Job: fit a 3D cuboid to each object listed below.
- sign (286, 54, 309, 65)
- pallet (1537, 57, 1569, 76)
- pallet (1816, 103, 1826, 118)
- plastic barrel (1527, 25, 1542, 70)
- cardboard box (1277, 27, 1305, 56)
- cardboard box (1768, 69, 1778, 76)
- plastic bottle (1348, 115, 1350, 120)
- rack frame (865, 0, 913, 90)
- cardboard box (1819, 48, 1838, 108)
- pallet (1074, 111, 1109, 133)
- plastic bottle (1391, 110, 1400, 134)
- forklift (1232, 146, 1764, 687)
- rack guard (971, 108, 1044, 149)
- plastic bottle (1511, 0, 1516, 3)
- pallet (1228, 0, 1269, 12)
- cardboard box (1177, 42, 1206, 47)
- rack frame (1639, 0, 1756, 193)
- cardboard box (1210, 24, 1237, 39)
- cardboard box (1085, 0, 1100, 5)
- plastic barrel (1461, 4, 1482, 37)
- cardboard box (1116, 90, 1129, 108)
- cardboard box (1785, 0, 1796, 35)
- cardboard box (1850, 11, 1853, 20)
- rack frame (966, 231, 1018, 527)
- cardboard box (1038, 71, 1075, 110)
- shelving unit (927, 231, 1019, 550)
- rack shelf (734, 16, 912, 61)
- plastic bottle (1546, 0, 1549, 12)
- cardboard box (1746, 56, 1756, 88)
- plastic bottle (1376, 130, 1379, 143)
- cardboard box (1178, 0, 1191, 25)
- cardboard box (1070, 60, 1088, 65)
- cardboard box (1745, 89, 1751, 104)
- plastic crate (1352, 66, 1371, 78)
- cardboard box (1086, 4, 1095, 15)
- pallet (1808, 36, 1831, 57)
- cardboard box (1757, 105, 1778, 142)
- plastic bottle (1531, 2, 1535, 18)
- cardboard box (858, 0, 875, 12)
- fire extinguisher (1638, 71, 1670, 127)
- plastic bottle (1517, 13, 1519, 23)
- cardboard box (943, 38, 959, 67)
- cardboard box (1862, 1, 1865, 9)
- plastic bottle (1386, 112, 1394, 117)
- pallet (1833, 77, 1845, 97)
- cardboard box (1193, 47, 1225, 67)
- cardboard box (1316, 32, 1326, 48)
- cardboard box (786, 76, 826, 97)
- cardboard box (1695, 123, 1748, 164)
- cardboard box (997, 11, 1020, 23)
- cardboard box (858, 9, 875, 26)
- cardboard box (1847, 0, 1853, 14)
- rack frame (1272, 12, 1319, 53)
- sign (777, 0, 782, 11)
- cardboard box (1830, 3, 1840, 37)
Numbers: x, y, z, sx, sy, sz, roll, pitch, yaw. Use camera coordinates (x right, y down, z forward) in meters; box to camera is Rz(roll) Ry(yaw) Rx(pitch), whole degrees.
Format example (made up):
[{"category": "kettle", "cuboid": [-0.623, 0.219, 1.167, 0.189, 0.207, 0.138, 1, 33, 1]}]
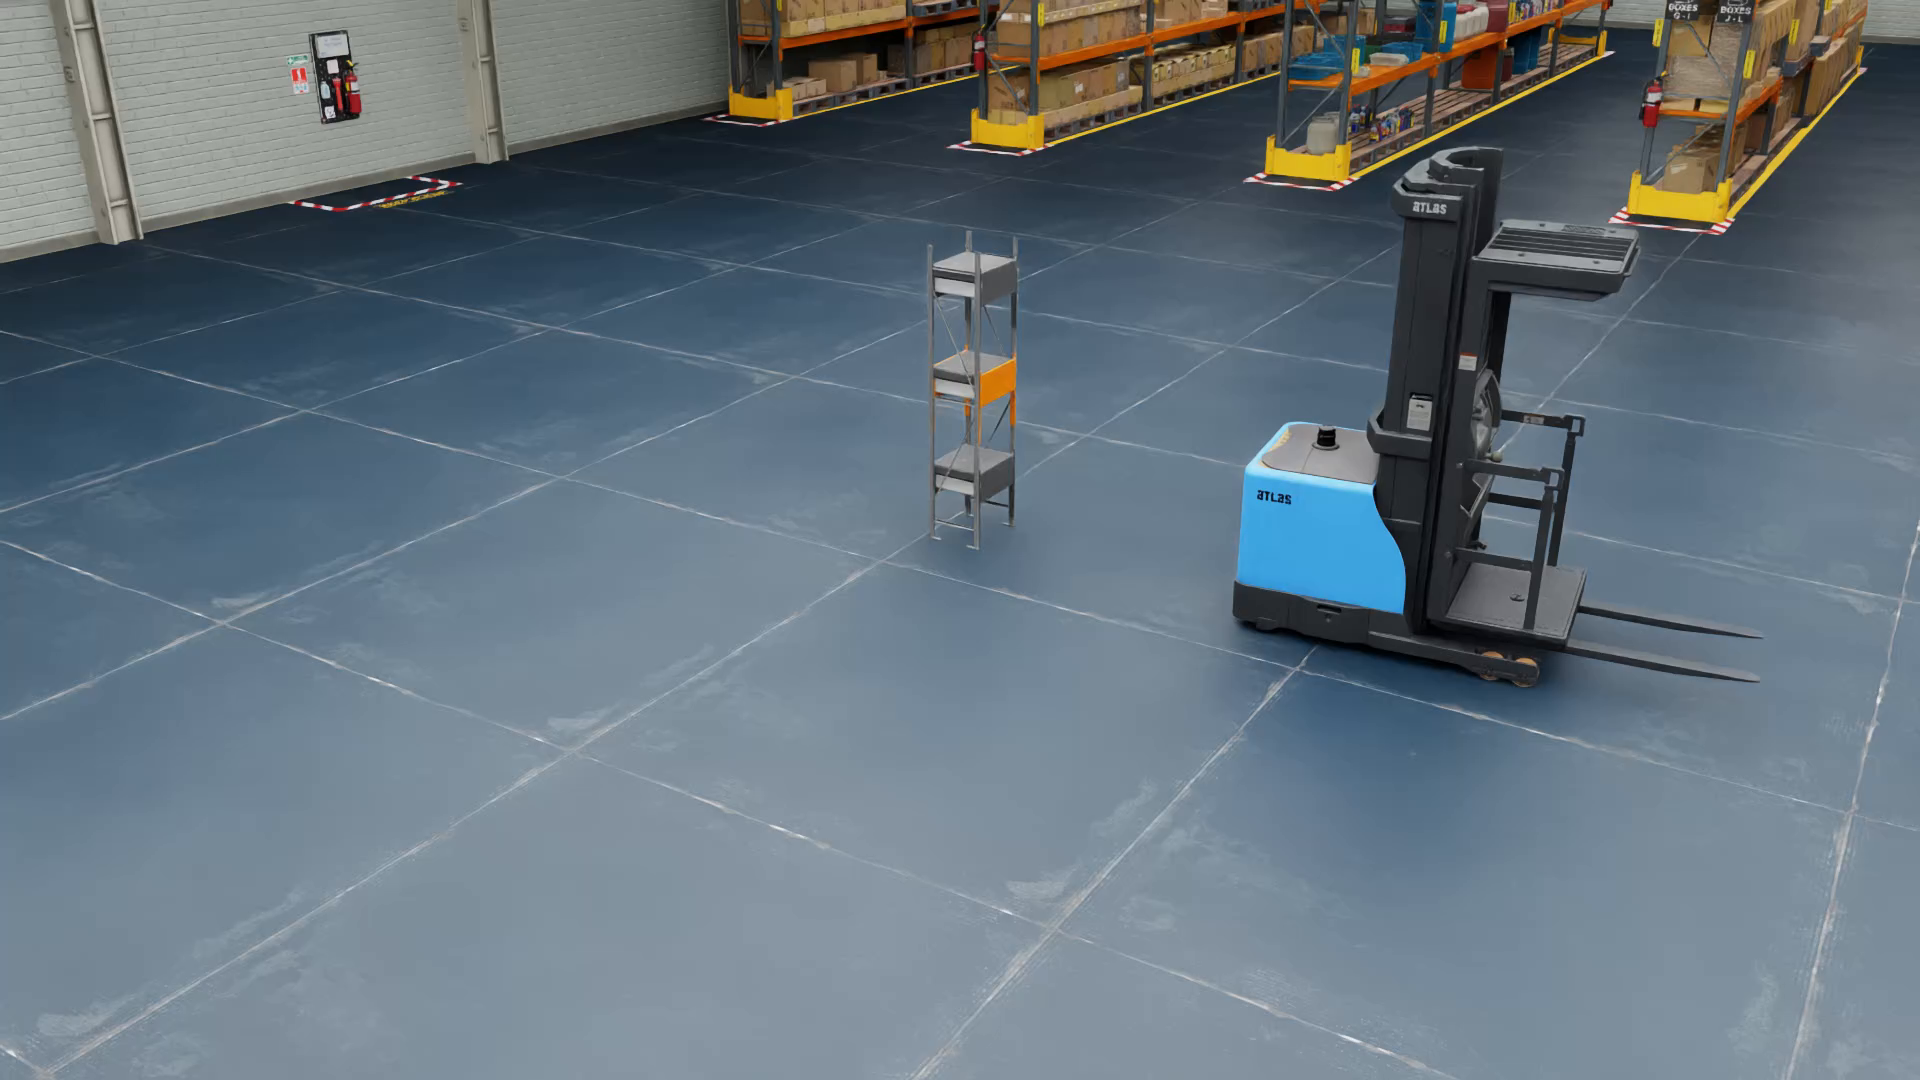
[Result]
[{"category": "sign", "cuboid": [-8.693, -6.301, 21.817, 0.001, 0.109, 0.331, 14, 27, 29]}, {"category": "pallet", "cuboid": [11.645, -9.591, 33.639, 1.003, 0.211, 1.213, 14, 27, 29]}, {"category": "pallet", "cuboid": [14.512, -7.607, 29.056, 1.003, 0.211, 1.213, 14, 27, 29]}, {"category": "plastic barrel", "cuboid": [10.988, -9.664, 32.411, 0.600, 0.901, 0.708, 14, 27, 29]}, {"category": "cardboard box", "cuboid": [6.799, -10.317, 34.398, 0.500, 0.500, 0.500, 14, 27, 29]}, {"category": "cardboard box", "cuboid": [11.274, -6.544, 23.408, 0.380, 0.149, 0.250, 14, 27, 29]}, {"category": "plastic bottle", "cuboid": [5.968, -6.508, 25.788, 0.144, 0.351, 0.185, 14, 27, 29]}, {"category": "rack frame", "cuboid": [-1.347, -9.990, 31.052, 1.000, 3.000, 0.127, 14, 27, 29]}, {"category": "cardboard box", "cuboid": [14.246, -7.972, 28.535, 1.225, 0.875, 0.875, 14, 27, 29]}, {"category": "pallet", "cuboid": [1.766, -7.001, 27.656, 1.003, 0.211, 1.213, 14, 27, 29]}, {"category": "plastic bottle", "cuboid": [6.703, -6.449, 25.652, 0.144, 0.351, 0.185, 14, 27, 29]}, {"category": "forklift", "cuboid": [3.276, -0.723, 9.731, 3.031, 2.935, 1.130, 11, 26, 23]}, {"category": "rack guard", "cuboid": [0.741, -6.448, 26.016, 1.175, 0.500, 0.348, 14, 27, 29]}, {"category": "plastic bottle", "cuboid": [10.645, -10.303, 32.025, 0.097, 0.201, 0.097, 0, 23, 0]}, {"category": "pallet", "cuboid": [5.271, -10.459, 32.376, 1.213, 0.211, 1.003, 14, 27, 29]}, {"category": "cardboard box", "cuboid": [4.448, -9.377, 31.860, 0.500, 0.311, 0.500, 15, 28, 31]}, {"category": "rack frame", "cuboid": [9.168, -5.526, 20.740, 1.000, 3.000, 0.127, 14, 27, 29]}, {"category": "cardboard box", "cuboid": [5.294, -10.087, 32.924, 0.500, 0.250, 0.500, 15, 28, 31]}, {"category": "cardboard box", "cuboid": [1.841, -8.935, 26.856, 0.700, 0.500, 0.500, 14, 27, 29]}, {"category": "plastic barrel", "cuboid": [8.596, -8.781, 28.118, 0.421, 0.512, 0.421, 0, 23, 0]}, {"category": "cardboard box", "cuboid": [2.532, -7.515, 28.267, 0.500, 0.250, 0.500, 14, 27, 29]}, {"category": "cardboard box", "cuboid": [11.274, -7.308, 23.097, 0.500, 0.500, 0.500, 14, 27, 29]}, {"category": "cardboard box", "cuboid": [16.213, -9.669, 30.625, 0.380, 0.149, 0.250, 15, 28, 31]}, {"category": "rack frame", "cuboid": [0.216, -1.102, 11.652, 0.400, 2.100, 0.015, 14, 27, 29]}, {"category": "cardboard box", "cuboid": [1.488, -7.182, 26.553, 0.500, 0.500, 0.500, 14, 27, 29]}, {"category": "shelving unit", "cuboid": [0.087, -1.019, 11.462, 0.431, 2.100, 0.503, 14, 27, 29]}, {"category": "rack shelf", "cuboid": [-2.402, -8.985, 29.635, 1.077, 0.370, 4.000, 14, 27, 29]}, {"category": "plastic bottle", "cuboid": [11.164, -10.233, 31.769, 0.152, 0.276, 0.135, 14, 27, 29]}, {"category": "cardboard box", "cuboid": [9.943, -6.242, 21.893, 0.875, 0.500, 0.500, 14, 27, 29]}, {"category": "plastic bottle", "cuboid": [6.235, -6.063, 24.949, 0.097, 0.201, 0.097, 0, 23, 0]}, {"category": "cardboard box", "cuboid": [3.825, -9.602, 30.029, 0.500, 0.500, 0.500, 14, 27, 29]}, {"category": "cardboard box", "cuboid": [1.826, -7.800, 27.981, 0.500, 0.500, 0.500, 14, 27, 29]}, {"category": "cardboard box", "cuboid": [10.065, -5.790, 21.666, 0.380, 0.149, 0.250, 14, 27, 29]}, {"category": "plastic crate", "cuboid": [5.705, -6.678, 23.732, 0.298, 0.136, 0.250, 14, 27, 29]}, {"category": "cardboard box", "cuboid": [1.955, -8.553, 26.789, 0.380, 0.149, 0.250, 14, 27, 29]}, {"category": "pallet", "cuboid": [13.102, -7.875, 26.408, 1.213, 0.211, 1.003, 14, 27, 29]}, {"category": "cardboard box", "cuboid": [11.887, -6.291, 25.098, 0.700, 0.500, 0.500, 14, 27, 29]}, {"category": "plastic bottle", "cuboid": [10.621, -9.855, 30.886, 0.061, 0.283, 0.133, 14, 27, 29]}, {"category": "cardboard box", "cuboid": [-1.867, -9.713, 29.631, 0.500, 0.500, 0.500, 13, 27, 27]}, {"category": "fire extinguisher", "cuboid": [8.716, -5.549, 20.889, 0.296, 0.674, 0.183, 14, 27, 29]}, {"category": "plastic bottle", "cuboid": [10.081, -9.486, 30.137, 0.097, 0.201, 0.097, 0, 23, 0]}, {"category": "cardboard box", "cuboid": [-0.439, -9.646, 32.848, 0.700, 0.500, 0.500, 14, 27, 30]}, {"category": "cardboard box", "cuboid": [17.297, -10.365, 32.233, 0.380, 0.149, 0.250, 14, 27, 30]}, {"category": "plastic bottle", "cuboid": [6.735, -6.546, 25.970, 0.152, 0.276, 0.135, 14, 27, 29]}, {"category": "pallet", "cuboid": [15.965, -8.537, 31.204, 1.003, 0.211, 1.213, 14, 27, 29]}, {"category": "cardboard box", "cuboid": [4.638, -9.087, 31.191, 0.500, 0.311, 0.500, 13, 27, 28]}, {"category": "cardboard box", "cuboid": [7.489, -10.718, 35.563, 0.500, 0.311, 0.500, 14, 27, 29]}, {"category": "cardboard box", "cuboid": [-2.715, -8.015, 29.320, 0.500, 0.311, 0.500, 16, 28, 33]}, {"category": "cardboard box", "cuboid": [10.737, -5.600, 23.529, 0.500, 0.500, 0.500, -18, 29, -36]}, {"category": "cardboard box", "cuboid": [0.793, -8.116, 25.779, 0.380, 0.149, 0.250, 13, 27, 28]}, {"category": "cardboard box", "cuboid": [-1.861, -9.368, 29.777, 0.500, 0.250, 0.500, 14, 27, 29]}, {"category": "cardboard box", "cuboid": [15.968, -9.748, 30.306, 0.500, 0.250, 0.500, 13, 27, 28]}, {"category": "rack frame", "cuboid": [7.083, -11.654, 34.894, 1.000, 3.000, 0.127, 14, 27, 29]}, {"category": "sign", "cuboid": [-2.996, -8.924, 27.499, 0.100, 0.325, 0.005, 14, 27, 29]}, {"category": "cardboard box", "cuboid": [14.678, -8.896, 28.397, 0.500, 0.500, 0.500, 14, 27, 29]}]
